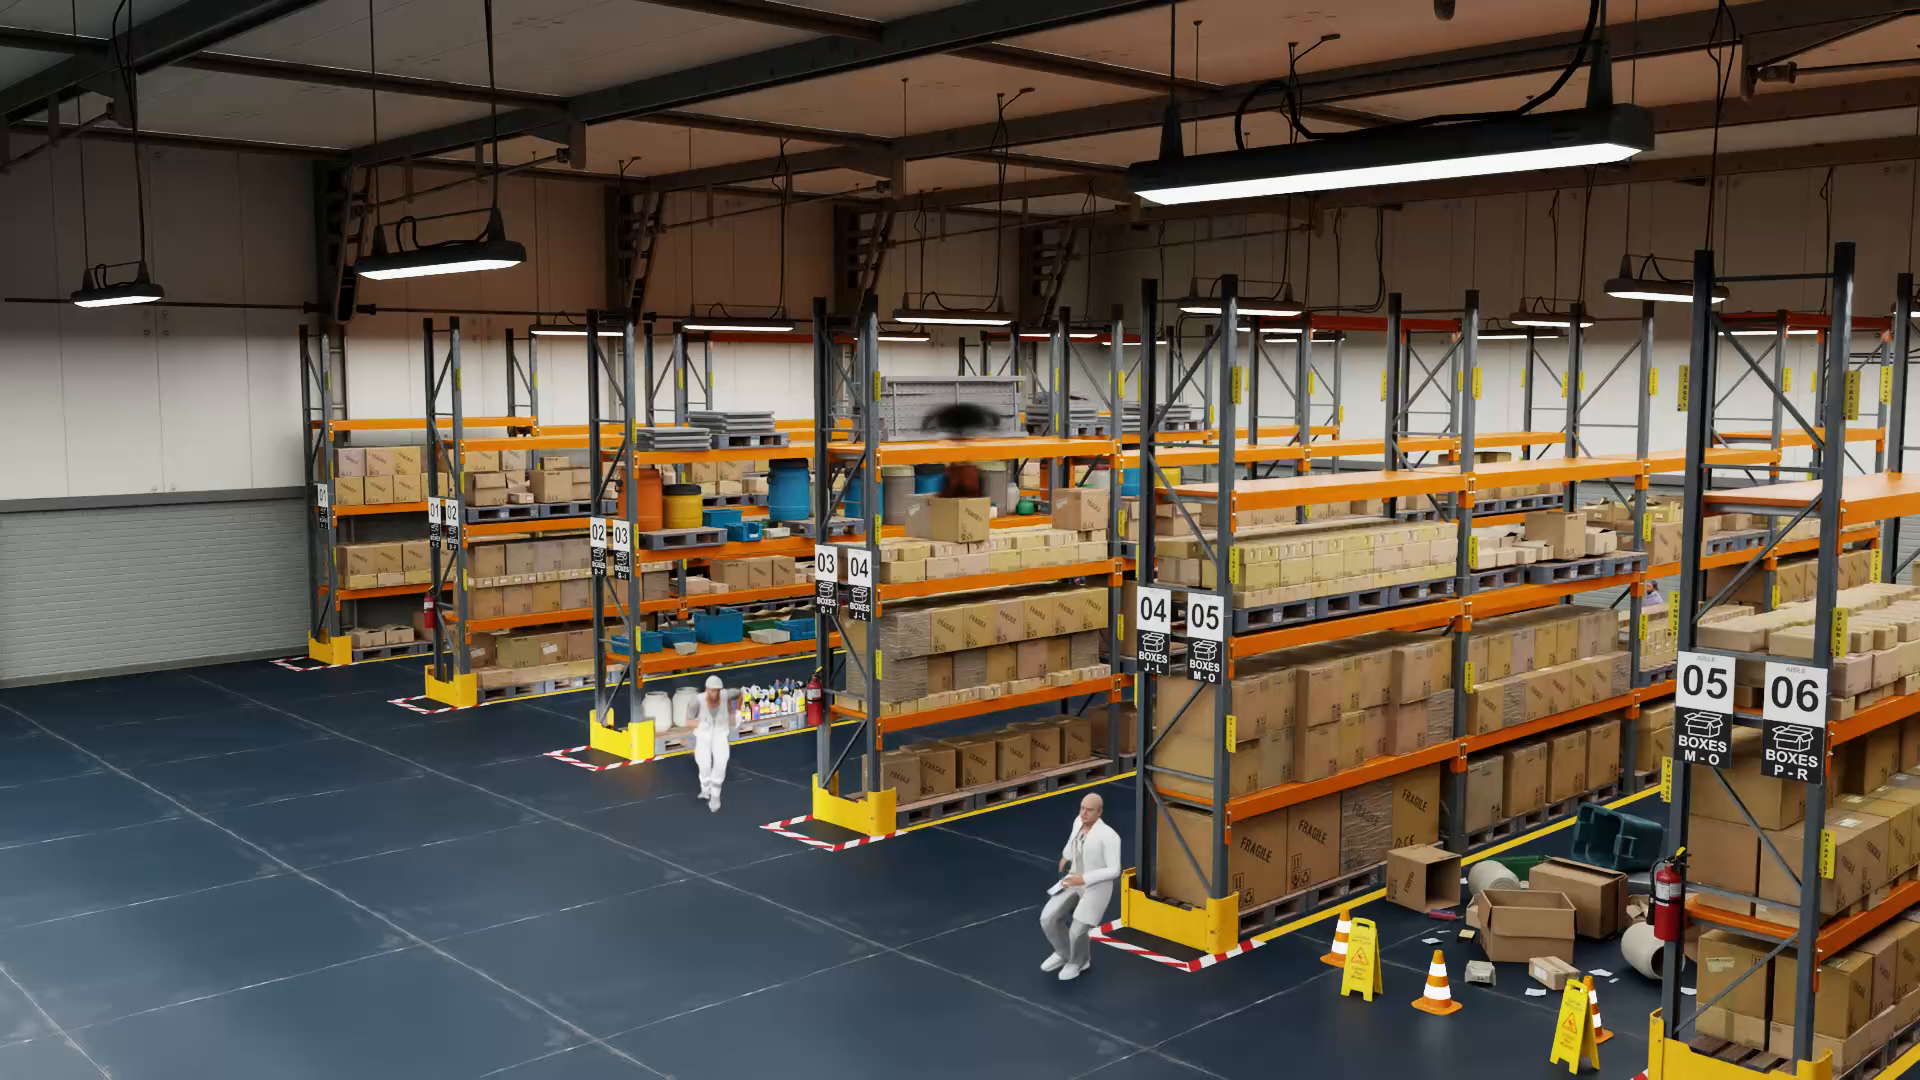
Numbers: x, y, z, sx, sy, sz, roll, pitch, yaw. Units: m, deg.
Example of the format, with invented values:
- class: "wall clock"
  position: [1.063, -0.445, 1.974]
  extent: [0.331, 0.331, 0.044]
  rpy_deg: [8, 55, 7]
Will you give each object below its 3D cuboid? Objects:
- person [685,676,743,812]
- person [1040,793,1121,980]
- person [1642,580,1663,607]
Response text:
- class: "person"
  position: [-2.909, 2.376, 19.667]
  extent: [0.705, 1.672, 0.971]
  rpy_deg: [-2, 6, -16]
- class: "person"
  position: [1.012, 2.937, 13.968]
  extent: [0.879, 1.693, 0.757]
  rpy_deg: [5, 8, 40]
- class: "person"
  position: [12.067, 1.452, 29.025]
  extent: [0.670, 1.567, 0.746]
  rpy_deg: [-2, 6, -17]
